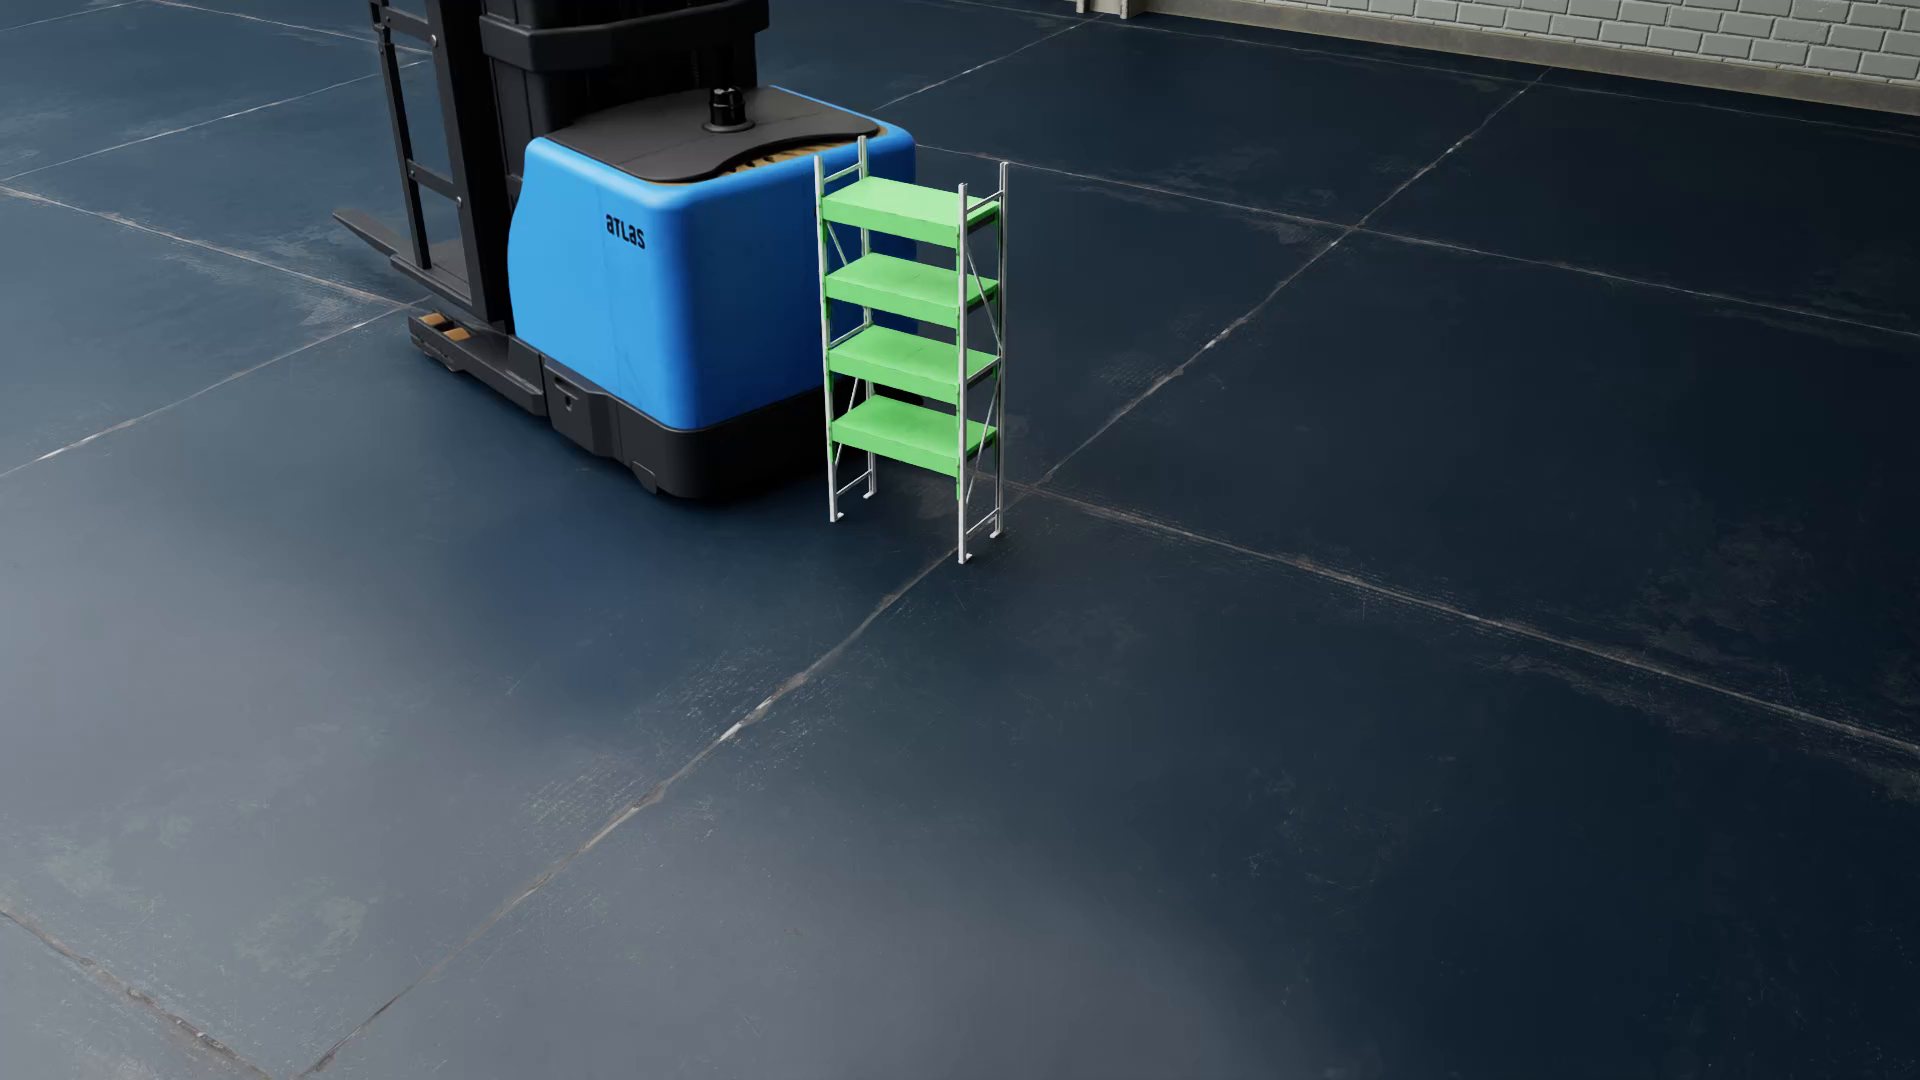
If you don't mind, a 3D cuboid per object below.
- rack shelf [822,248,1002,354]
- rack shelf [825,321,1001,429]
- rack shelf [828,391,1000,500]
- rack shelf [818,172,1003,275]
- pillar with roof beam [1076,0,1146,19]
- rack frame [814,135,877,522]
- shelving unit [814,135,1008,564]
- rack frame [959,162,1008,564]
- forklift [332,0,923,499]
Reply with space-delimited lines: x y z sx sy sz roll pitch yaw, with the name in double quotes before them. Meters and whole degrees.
"rack shelf" -0.140 -0.715 4.935 0.480 0.148 0.258 18 35 27
"rack shelf" -0.140 -0.507 5.056 0.480 0.148 0.258 18 35 27
"rack shelf" -0.140 -0.300 5.177 0.480 0.148 0.258 18 35 27
"rack shelf" -0.140 -0.922 4.814 0.480 0.148 0.258 18 35 27
"pillar with roof beam" -1.235 -5.722 6.128 0.400 9.000 9.100 18 35 27
"rack frame" -0.347 -0.628 5.136 0.015 1.200 0.240 18 35 27
"shelving unit" -0.140 -0.563 5.024 0.503 1.200 0.258 18 35 27
"rack frame" 0.066 -0.497 4.912 0.015 1.200 0.240 18 35 27
"forklift" -1.488 -2.058 5.869 1.130 2.935 3.031 -24 38 -35
